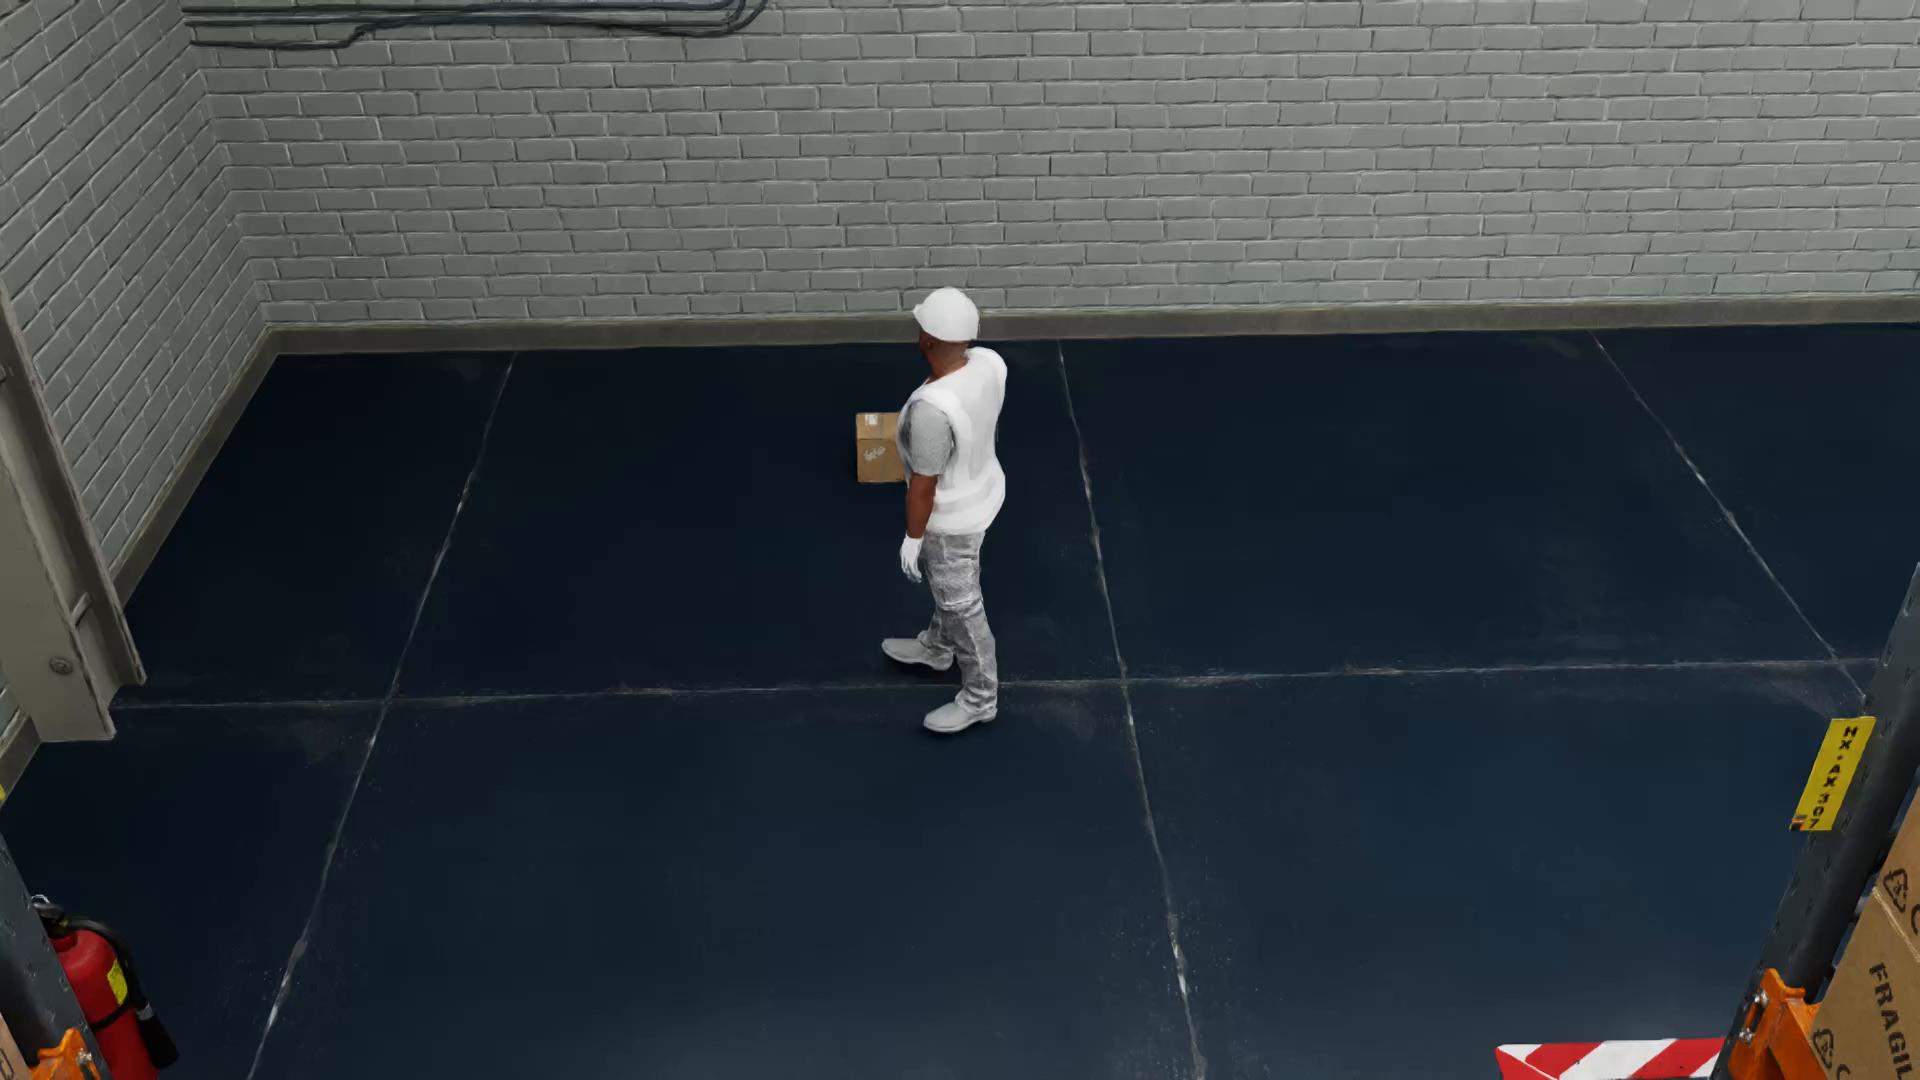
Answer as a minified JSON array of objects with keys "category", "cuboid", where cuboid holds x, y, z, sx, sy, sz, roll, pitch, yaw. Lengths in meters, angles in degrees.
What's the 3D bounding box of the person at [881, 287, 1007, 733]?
[{"category":"person","cuboid":[-0.077,-0.150,6.297,0.589,1.783,0.684,11,37,16]}]
